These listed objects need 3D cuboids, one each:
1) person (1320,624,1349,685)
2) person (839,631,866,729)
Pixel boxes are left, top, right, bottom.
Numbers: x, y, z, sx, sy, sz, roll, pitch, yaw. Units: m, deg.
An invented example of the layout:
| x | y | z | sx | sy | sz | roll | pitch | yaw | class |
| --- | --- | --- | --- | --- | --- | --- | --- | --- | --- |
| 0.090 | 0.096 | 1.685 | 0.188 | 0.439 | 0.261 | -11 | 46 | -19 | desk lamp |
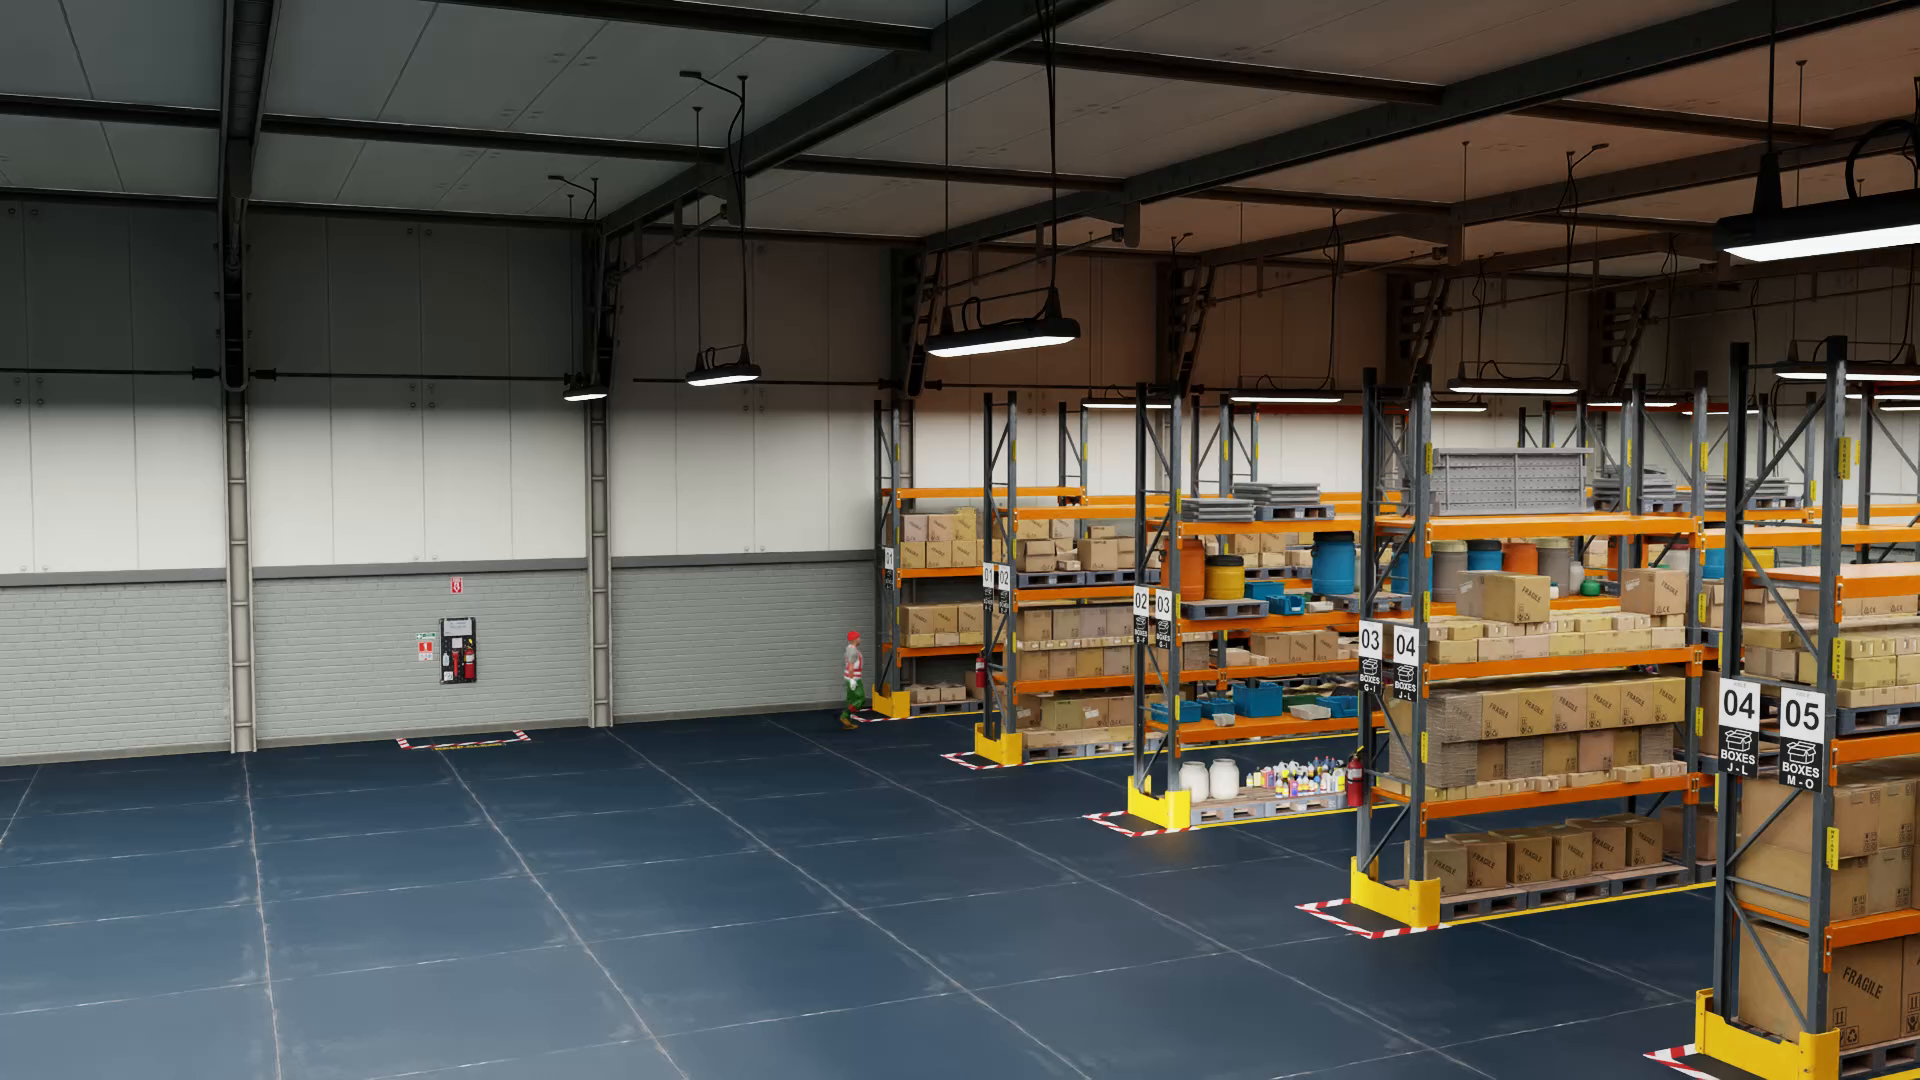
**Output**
| x | y | z | sx | sy | sz | roll | pitch | yaw | class |
| --- | --- | --- | --- | --- | --- | --- | --- | --- | --- |
| 7.523 | 2.423 | 33.450 | 0.768 | 1.563 | 0.421 | -2 | 4 | -28 | person |
| -1.966 | 2.522 | 29.979 | 0.482 | 1.780 | 0.583 | -1 | 3 | -11 | person |
